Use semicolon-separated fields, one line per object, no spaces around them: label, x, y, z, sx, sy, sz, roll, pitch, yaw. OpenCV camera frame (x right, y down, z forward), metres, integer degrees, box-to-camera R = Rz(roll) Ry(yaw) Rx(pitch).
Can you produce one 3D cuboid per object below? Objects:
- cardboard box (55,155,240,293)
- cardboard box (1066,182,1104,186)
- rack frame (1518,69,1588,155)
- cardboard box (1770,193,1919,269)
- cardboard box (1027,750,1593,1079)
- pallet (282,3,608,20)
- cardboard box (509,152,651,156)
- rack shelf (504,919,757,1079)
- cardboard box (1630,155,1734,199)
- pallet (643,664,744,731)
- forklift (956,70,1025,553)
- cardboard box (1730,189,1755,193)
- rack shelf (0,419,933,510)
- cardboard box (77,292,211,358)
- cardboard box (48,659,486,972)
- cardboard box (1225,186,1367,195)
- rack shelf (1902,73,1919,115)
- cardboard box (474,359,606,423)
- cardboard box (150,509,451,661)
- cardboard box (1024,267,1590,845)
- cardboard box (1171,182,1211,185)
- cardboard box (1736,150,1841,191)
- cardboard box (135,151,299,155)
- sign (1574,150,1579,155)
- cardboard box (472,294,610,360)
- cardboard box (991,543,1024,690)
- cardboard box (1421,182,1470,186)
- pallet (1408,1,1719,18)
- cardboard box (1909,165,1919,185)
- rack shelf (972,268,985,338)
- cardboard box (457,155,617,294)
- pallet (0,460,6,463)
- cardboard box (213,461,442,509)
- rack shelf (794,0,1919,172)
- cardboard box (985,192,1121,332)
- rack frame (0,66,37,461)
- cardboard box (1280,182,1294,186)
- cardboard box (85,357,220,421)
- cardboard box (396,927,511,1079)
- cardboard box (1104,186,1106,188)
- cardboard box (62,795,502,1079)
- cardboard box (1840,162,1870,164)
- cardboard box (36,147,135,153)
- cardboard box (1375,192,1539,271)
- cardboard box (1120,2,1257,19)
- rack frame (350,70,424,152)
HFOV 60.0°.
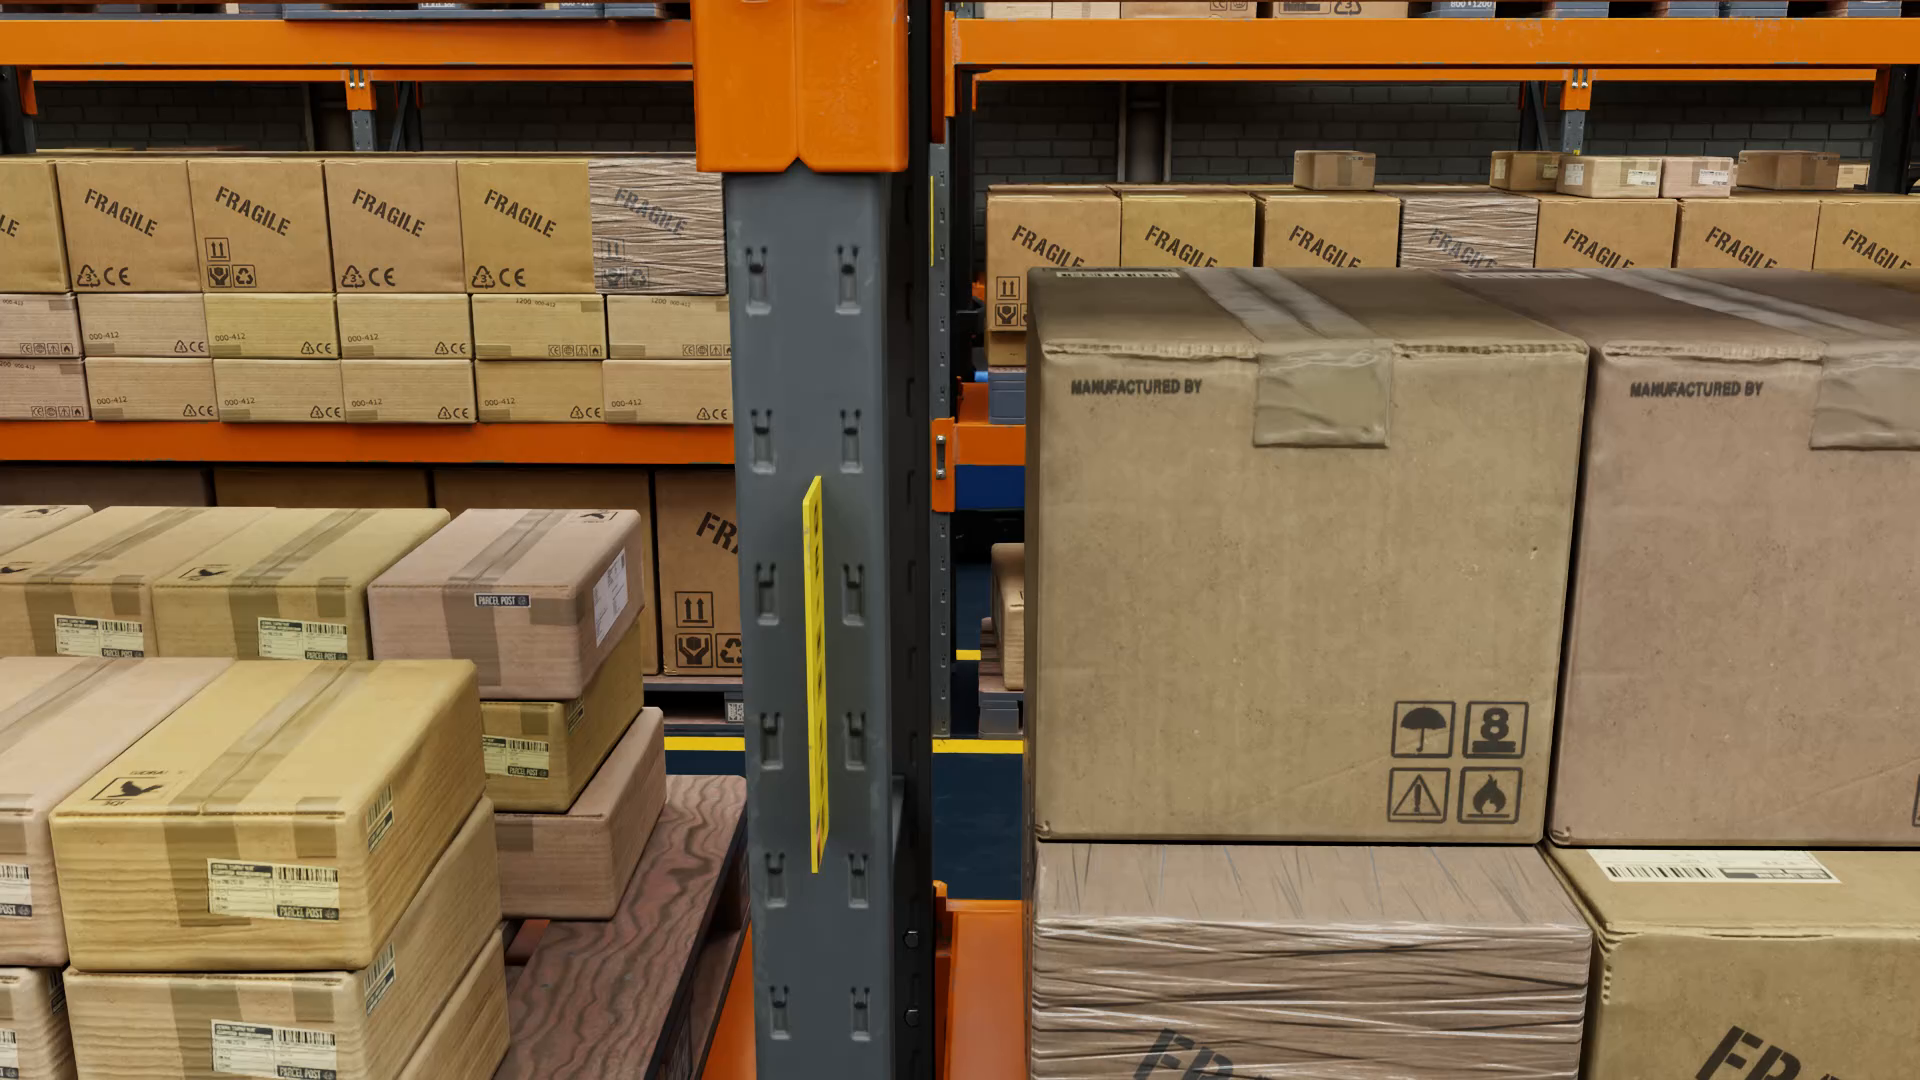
cardboard box;-3.149;-1.251;6.547;0.500;0.500;0.500;0;15;1
cardboard box;0.883;-2.453;11.789;0.250;0.149;0.380;0;15;1
rack frame;4.030;-2.006;11.562;0.127;3.000;1.000;0;15;1
cardboard box;3.439;-1.080;6.450;0.500;0.500;0.500;0;15;0
cardboard box;0.325;0.521;1.791;0.500;0.500;0.500;1;15;2
pallet;-1.855;-2.122;6.494;1.213;0.211;1.003;1;15;4
cardboard box;-1.591;-1.371;7.002;0.500;0.500;0.500;1;15;3
rack shelf;-2.116;0.832;2.217;4.000;0.370;1.077;0;15;1
cardboard box;2.750;-1.395;6.375;0.250;0.149;0.380;0;15;0
pallet;-0.878;0.558;7.311;1.213;0.211;1.003;0;15;1
forklift;-0.683;-1.398;9.392;3.031;2.935;1.130;-2;15;-7
cardboard box;2.945;-1.214;6.961;0.500;0.500;0.500;0;15;2
rack shelf;-2.091;-0.431;7.004;4.000;0.370;1.077;0;15;1
cardboard box;-3.136;-0.890;6.648;0.500;0.250;0.500;1;15;2
cardboard box;-0.619;0.242;1.547;0.250;0.149;0.380;0;15;-1
cardboard box;1.392;-1.226;7.003;0.500;0.500;0.500;-1;15;-2
rack shelf;5.906;-1.829;6.424;4.000;0.370;1.077;0;15;1
cardboard box;-1.618;-0.637;6.669;0.500;0.250;0.500;0;15;1
cardboard box;-0.843;0.074;2.181;0.250;0.149;0.380;0;15;0
cardboard box;0.331;-0.029;1.915;0.500;0.500;0.700;0;15;1
cardboard box;1.641;-2.467;11.844;0.250;0.149;0.380;0;15;0
cardboard box;3.446;-1.542;6.931;0.250;0.149;0.380;0;15;1
cardboard box;-3.120;-1.383;7.048;0.500;0.500;0.500;1;15;3
sign;4.026;-2.389;10.900;0.005;0.325;0.100;0;15;1
cardboard box;-1.607;-0.874;6.587;0.500;0.250;0.500;0;15;0
cardboard box;0.473;0.308;7.121;0.625;0.372;0.950;-1;15;-2
cardboard box;3.417;-2.440;11.740;0.250;0.149;0.380;0;15;0
pallet;2.256;-2.137;6.546;1.003;0.211;1.213;0;15;1
cardboard box;6.387;-2.417;11.070;0.250;0.149;0.380;1;15;3
rack shelf;2.031;-1.671;11.703;4.000;0.370;1.077;0;15;1
cardboard box;-1.625;-1.241;6.506;0.500;0.500;0.500;0;15;1
pallet;-7.093;-0.730;12.194;1.213;0.211;1.003;0;15;1
cardboard box;-2.565;0.020;7.227;0.875;0.875;0.875;1;15;3
rack shelf;1.882;-0.592;1.736;4.000;0.370;1.077;0;15;1
cardboard box;0.352;-1.099;6.524;0.500;0.500;0.500;0;15;0
rack frame;-4.090;-0.792;6.962;0.127;3.000;1.000;0;15;1
cardboard box;2.411;-2.446;11.765;0.250;0.149;0.380;0;15;1
cardboard box;-3.140;-0.646;6.704;0.500;0.250;0.500;0;15;0
cardboard box;-0.622;0.530;1.622;0.250;0.149;0.380;1;15;2
cardboard box;0.867;-2.320;11.286;0.250;0.149;0.380;1;15;3
cardboard box;-0.623;0.385;1.588;0.250;0.149;0.380;1;15;3
cardboard box;6.153;-2.560;11.611;0.250;0.149;0.380;0;15;2
cardboard box;-6.020;-2.436;11.436;0.500;0.500;0.500;1;15;3
cardboard box;1.904;-1.091;6.491;0.500;0.500;0.500;0;15;-1
cardboard box;0.856;-2.256;6.435;0.500;0.500;0.700;0;15;1
rack frame;-3.967;-2.058;11.760;0.127;3.000;1.000;0;15;1
